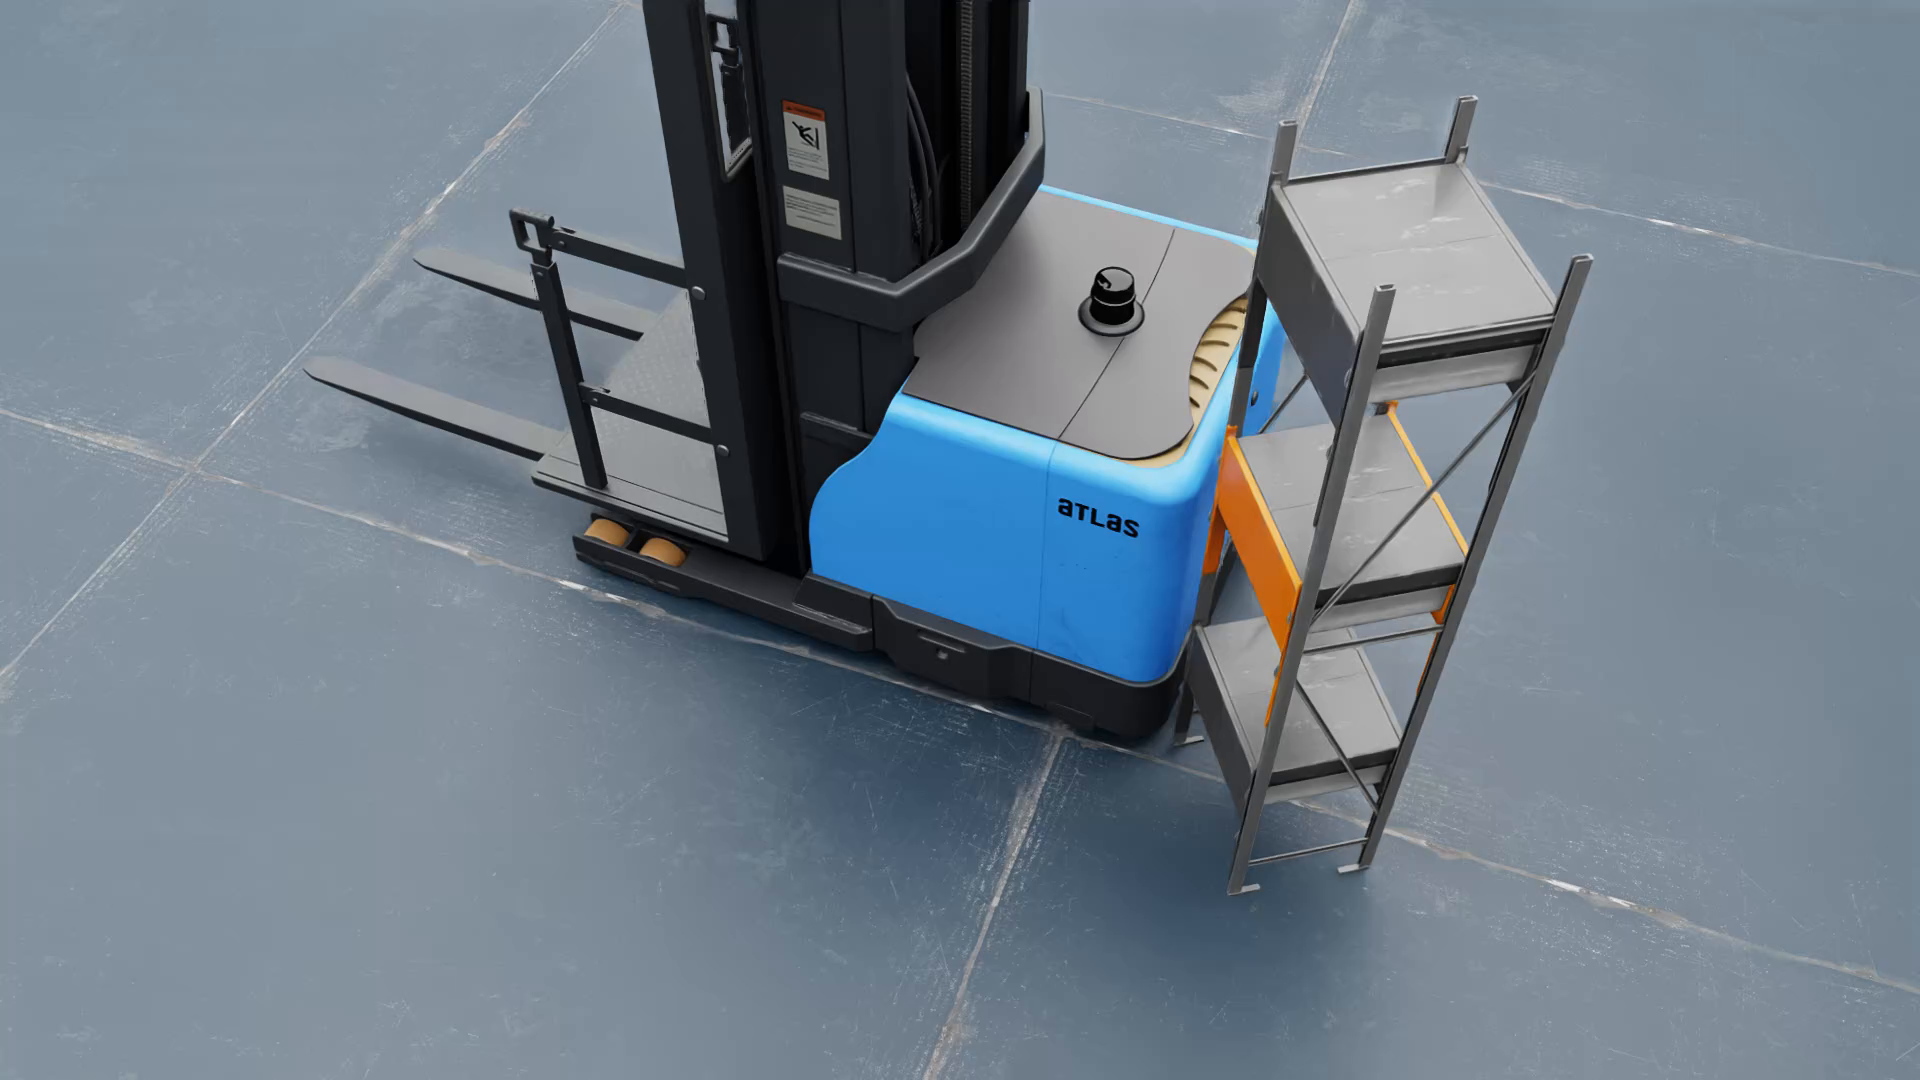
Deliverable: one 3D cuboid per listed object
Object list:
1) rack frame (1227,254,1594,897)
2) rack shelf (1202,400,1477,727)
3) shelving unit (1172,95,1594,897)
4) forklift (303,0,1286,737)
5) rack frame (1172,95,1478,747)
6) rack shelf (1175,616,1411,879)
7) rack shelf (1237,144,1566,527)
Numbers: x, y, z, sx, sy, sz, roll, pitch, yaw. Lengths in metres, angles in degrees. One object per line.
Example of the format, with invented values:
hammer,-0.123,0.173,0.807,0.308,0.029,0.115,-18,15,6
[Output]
rack frame,0.908,0.225,3.666,0.400,2.100,0.015,-9,50,-8
rack shelf,0.856,0.053,3.832,0.431,0.518,0.480,-9,50,-8
shelving unit,0.856,0.045,3.822,0.431,2.100,0.503,-9,50,-8
forklift,-0.634,-1.153,4.309,3.031,2.935,1.130,18,52,15
rack frame,0.803,-0.136,3.978,0.400,2.100,0.015,-9,50,-8
rack shelf,0.856,0.512,4.361,0.431,0.518,0.480,-9,50,-8
rack shelf,0.856,-0.405,3.303,0.431,0.518,0.480,-9,50,-8
